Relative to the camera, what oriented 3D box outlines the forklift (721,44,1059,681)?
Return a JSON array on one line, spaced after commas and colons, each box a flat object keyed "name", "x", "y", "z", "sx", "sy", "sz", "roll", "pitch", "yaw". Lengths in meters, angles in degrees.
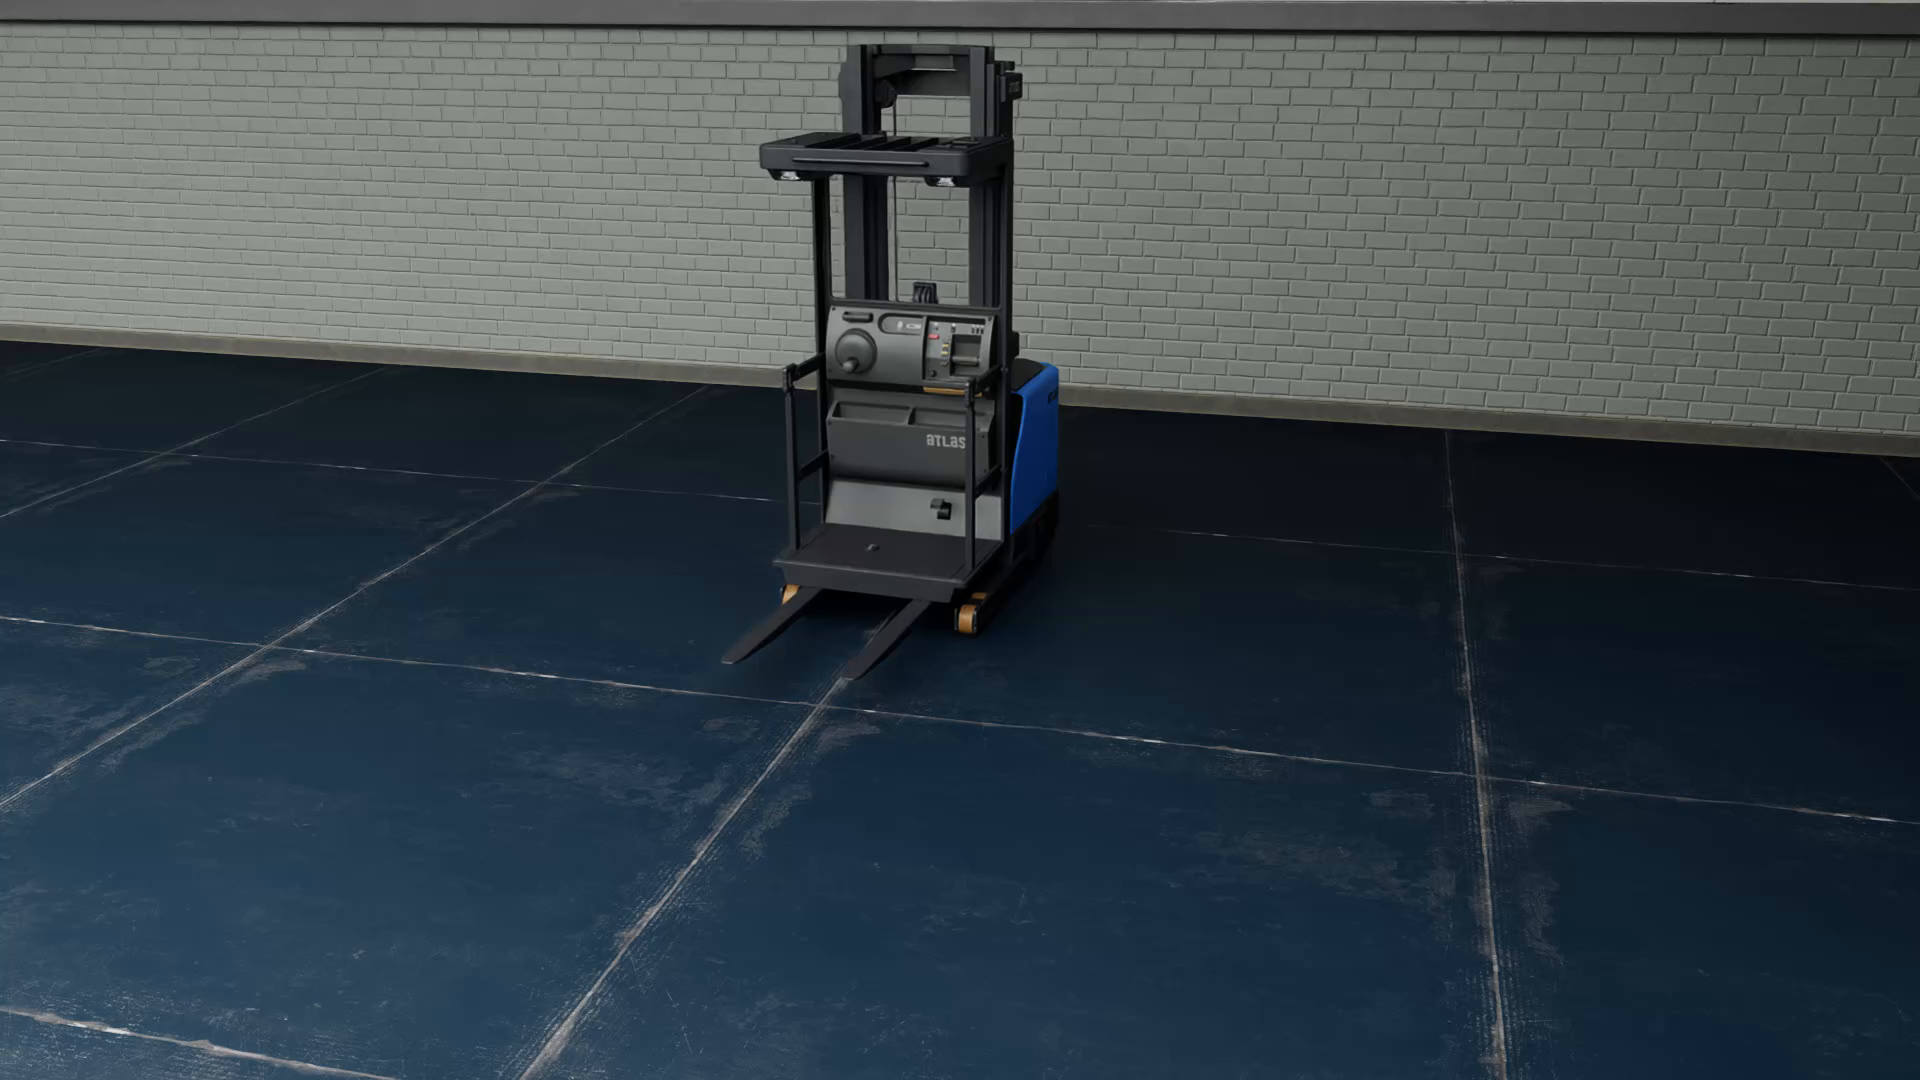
[{"name": "forklift", "x": -0.335, "y": -1.032, "z": 8.675, "sx": 1.130, "sy": 2.935, "sz": 3.031, "roll": 6, "pitch": 20, "yaw": 17}]
